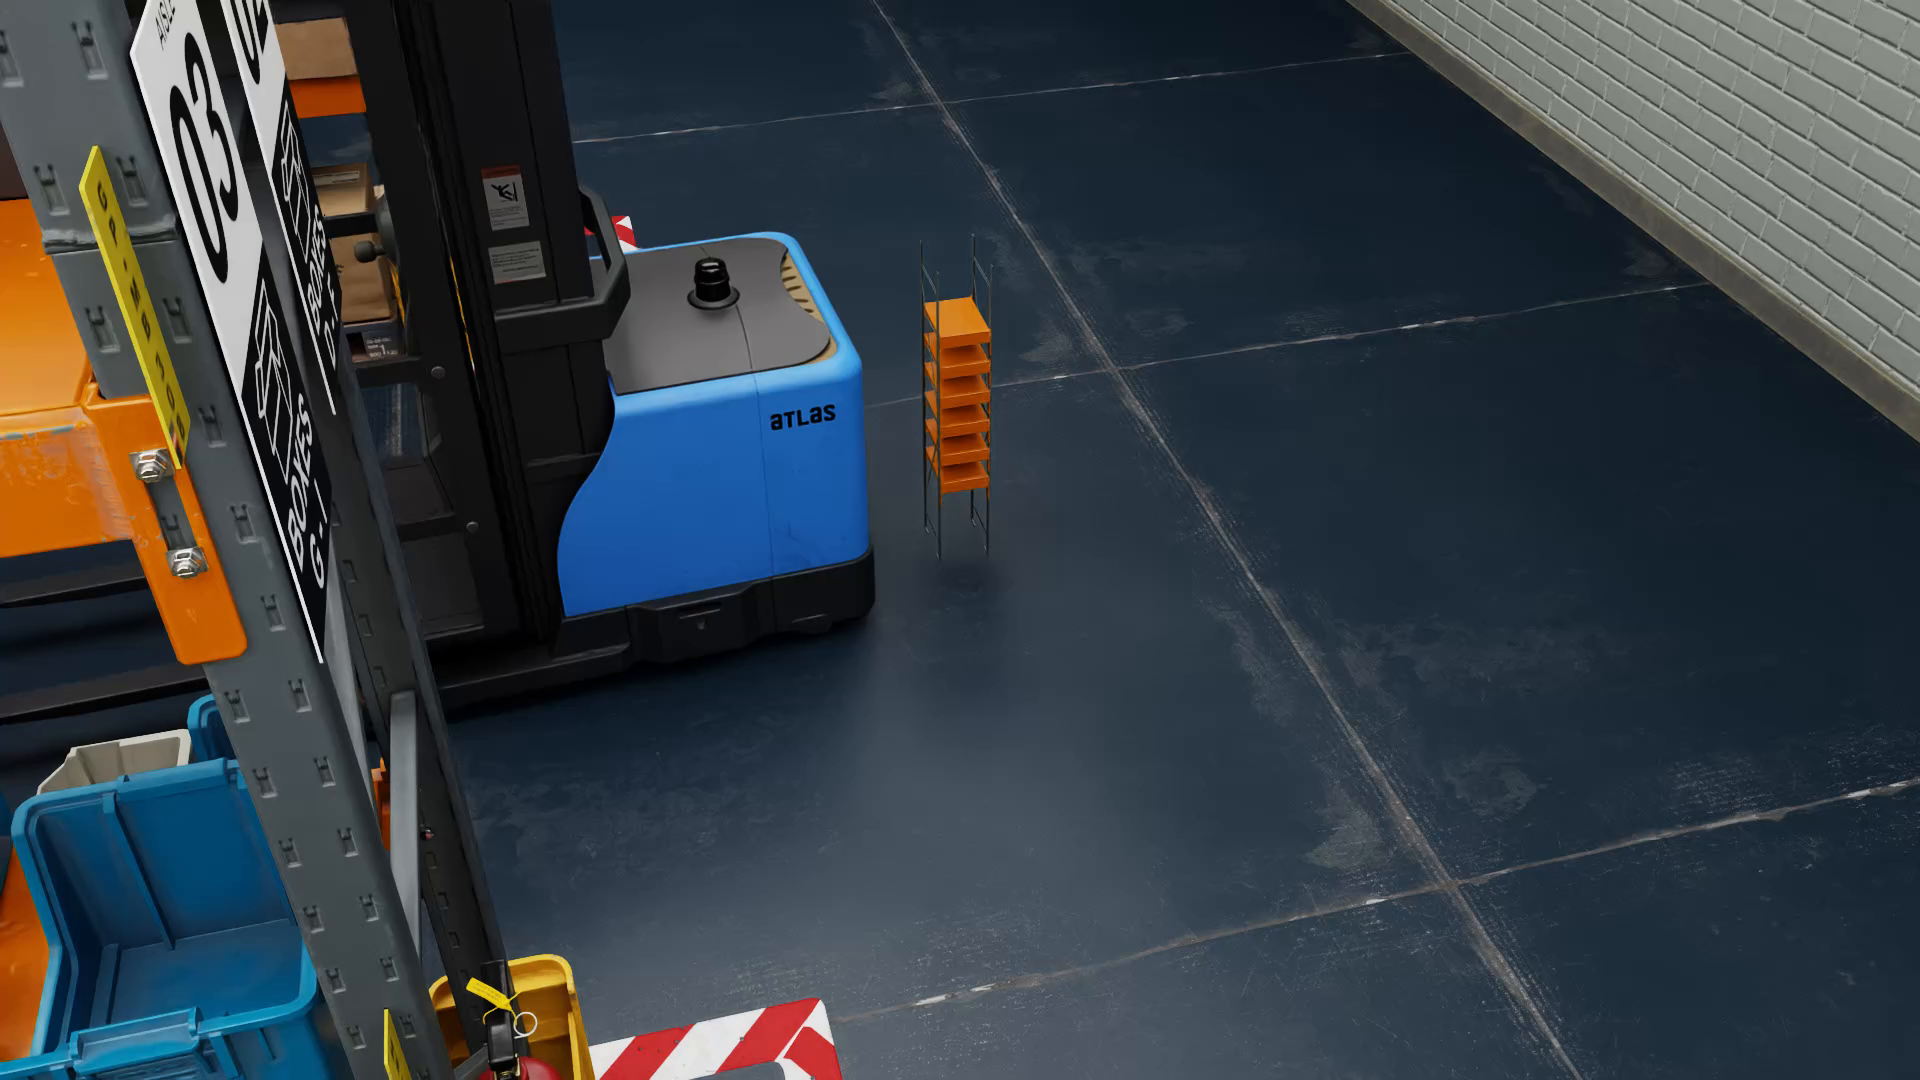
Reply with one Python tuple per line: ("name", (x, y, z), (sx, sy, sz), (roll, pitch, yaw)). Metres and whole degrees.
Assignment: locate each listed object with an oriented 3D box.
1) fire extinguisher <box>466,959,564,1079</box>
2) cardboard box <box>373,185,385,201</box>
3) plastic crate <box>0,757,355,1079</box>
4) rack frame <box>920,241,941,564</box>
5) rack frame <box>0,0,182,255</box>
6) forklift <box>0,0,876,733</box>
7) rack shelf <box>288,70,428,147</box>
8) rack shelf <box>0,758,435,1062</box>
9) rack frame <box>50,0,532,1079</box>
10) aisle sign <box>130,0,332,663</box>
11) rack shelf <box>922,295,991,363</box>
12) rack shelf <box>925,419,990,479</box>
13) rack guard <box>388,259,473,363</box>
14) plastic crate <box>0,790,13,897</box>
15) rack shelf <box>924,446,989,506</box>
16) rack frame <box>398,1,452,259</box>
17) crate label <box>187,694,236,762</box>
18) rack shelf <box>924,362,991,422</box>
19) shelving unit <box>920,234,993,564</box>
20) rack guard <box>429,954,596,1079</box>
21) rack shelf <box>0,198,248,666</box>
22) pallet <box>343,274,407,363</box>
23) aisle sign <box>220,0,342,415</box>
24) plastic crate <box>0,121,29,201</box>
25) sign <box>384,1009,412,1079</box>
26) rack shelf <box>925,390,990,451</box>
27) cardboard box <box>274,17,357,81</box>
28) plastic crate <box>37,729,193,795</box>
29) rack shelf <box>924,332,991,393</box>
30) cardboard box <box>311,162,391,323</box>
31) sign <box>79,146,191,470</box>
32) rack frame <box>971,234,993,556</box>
("fire extinguisher", (-0.735, 1.020, 2.819), (0.183, 0.674, 0.296), (-9, 38, -12))
("cardboard box", (-2.780, -1.486, 7.708), (0.250, 0.149, 0.380), (-9, 38, -12))
("plastic crate", (-1.273, 0.723, 2.758), (0.499, 0.435, 0.616), (-9, 38, -12))
("rack frame", (-0.102, -0.460, 5.864), (0.006, 1.200, 0.240), (-9, 38, -12))
("rack frame", (-0.999, -1.785, 1.177), (0.127, 3.000, 1.000), (-9, 38, -12))
("forklift", (-1.873, -0.875, 4.982), (3.031, 2.935, 1.130), (-11, 39, -14))
("rack shelf", (-4.217, -1.705, 6.603), (4.000, 0.370, 1.077), (-9, 38, -12))
("rack shelf", (-2.930, 1.201, 2.804), (4.000, 0.370, 1.077), (-9, 38, -12))
("rack frame", (-0.999, 0.598, 2.999), (0.127, 3.000, 1.000), (-9, 38, -12))
("aisle sign", (-0.853, -0.274, 2.000), (0.004, 0.787, 0.394), (-9, 38, -12))
("rack shelf", (-0.014, -0.725, 5.691), (0.180, 0.103, 0.258), (-9, 38, -12))
("rack shelf", (-0.014, -0.344, 5.982), (0.180, 0.103, 0.258), (-9, 38, -12))
("rack guard", (-2.360, -1.303, 7.542), (0.348, 0.500, 1.175), (-9, 38, -12))
("plastic crate", (-1.959, 0.591, 3.097), (0.300, 0.233, 0.416), (-9, 38, -12))
("rack shelf", (-0.014, -0.248, 6.055), (0.180, 0.103, 0.258), (-9, 38, -12))
("rack frame", (-2.287, -2.308, 6.798), (0.127, 3.000, 1.000), (-9, 38, -12))
("crate label", (-1.323, 0.487, 3.233), (0.303, 0.233, 0.416), (-9, 38, -12))
("rack shelf", (-0.014, -0.534, 5.837), (0.180, 0.103, 0.258), (-9, 38, -12))
("shelving unit", (-0.014, -0.474, 5.882), (0.189, 1.200, 0.258), (-9, 38, -12))
("rack guard", (-0.979, 1.580, 3.774), (0.348, 0.500, 1.175), (-9, 38, -12))
("rack shelf", (-2.930, 0.009, 1.892), (4.000, 0.370, 1.077), (-9, 38, -12))
("pallet", (-3.129, -1.061, 7.464), (1.213, 0.211, 1.003), (-9, 38, -12))
("aisle sign", (-1.007, -0.620, 2.452), (0.004, 0.787, 0.394), (-9, 38, -12))
("plastic crate", (-1.443, -0.644, 2.262), (0.590, 0.269, 0.497), (-9, 38, -12))
("sign", (-0.840, 0.853, 2.531), (0.005, 0.325, 0.100), (-9, 38, -12))
("rack shelf", (-0.014, -0.439, 5.909), (0.180, 0.103, 0.258), (-9, 38, -12))
("cardboard box", (-2.648, -2.117, 6.466), (0.500, 0.500, 0.500), (-8, 38, -11))
("plastic crate", (-1.654, 0.527, 3.260), (0.298, 0.136, 0.250), (-9, 38, -12))
("rack shelf", (-0.014, -0.630, 5.764), (0.180, 0.103, 0.258), (-9, 38, -12))
("cardboard box", (-2.747, -1.259, 7.123), (0.500, 0.500, 0.500), (-9, 38, -12))
("sign", (-0.840, -0.232, 1.701), (0.005, 0.325, 0.100), (-9, 38, -12))
("rack frame", (0.074, -0.489, 5.901), (0.006, 1.200, 0.240), (-9, 38, -12))
